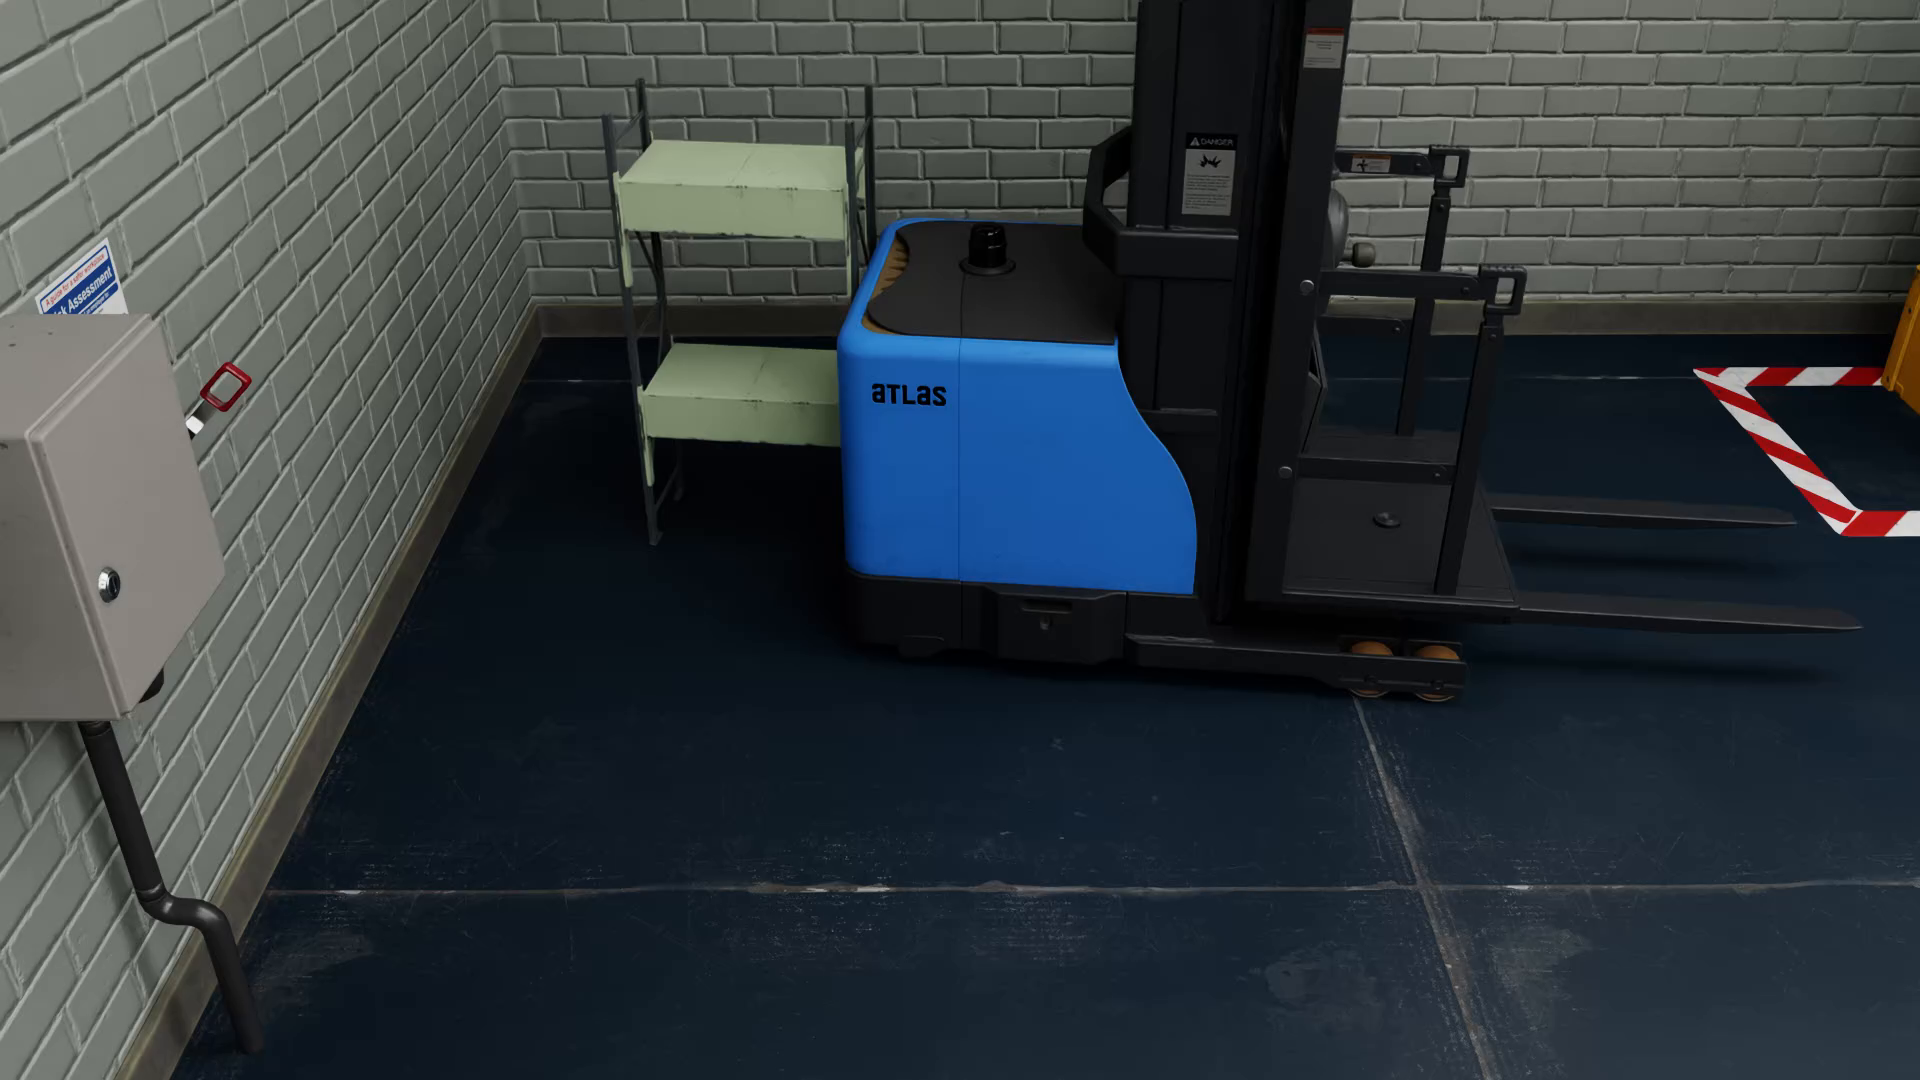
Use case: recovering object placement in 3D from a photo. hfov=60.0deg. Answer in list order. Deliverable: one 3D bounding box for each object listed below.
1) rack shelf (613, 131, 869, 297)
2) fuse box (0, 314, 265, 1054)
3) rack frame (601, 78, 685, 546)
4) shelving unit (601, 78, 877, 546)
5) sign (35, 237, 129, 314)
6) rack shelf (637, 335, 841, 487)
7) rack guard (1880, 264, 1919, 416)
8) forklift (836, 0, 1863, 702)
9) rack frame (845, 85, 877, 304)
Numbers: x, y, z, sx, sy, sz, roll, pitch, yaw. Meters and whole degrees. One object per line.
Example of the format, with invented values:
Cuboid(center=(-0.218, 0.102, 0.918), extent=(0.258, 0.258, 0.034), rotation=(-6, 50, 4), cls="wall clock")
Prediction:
Cuboid(center=(-0.669, -1.036, 5.259), extent=(0.720, 0.370, 0.431), rotation=(3, 31, 5), cls="rack shelf")
Cuboid(center=(-1.604, 0.417, 3.414), extent=(0.414, 1.711, 0.539), rotation=(0, 31, 0), cls="fuse box")
Cuboid(center=(-1.033, -0.723, 5.496), extent=(0.023, 1.500, 0.400), rotation=(3, 31, 5), cls="rack frame")
Cuboid(center=(-0.669, -0.702, 5.461), extent=(0.755, 1.500, 0.431), rotation=(3, 31, 5), cls="shelving unit")
Cuboid(center=(-1.814, -0.349, 3.525), extent=(0.001, 0.494, 0.329), rotation=(0, 31, 0), cls="sign")
Cuboid(center=(-0.669, -0.423, 5.630), extent=(0.720, 0.370, 0.431), rotation=(3, 31, 5), cls="rack shelf")
Cuboid(center=(3.944, -0.580, 6.224), extent=(0.348, 0.500, 1.175), rotation=(0, 31, 0), cls="rack guard")
Cuboid(center=(1.191, -1.063, 4.677), extent=(3.031, 2.935, 1.130), rotation=(3, 31, 5), cls="forklift")
Cuboid(center=(-0.306, -0.681, 5.427), extent=(0.023, 1.500, 0.400), rotation=(3, 31, 5), cls="rack frame")
